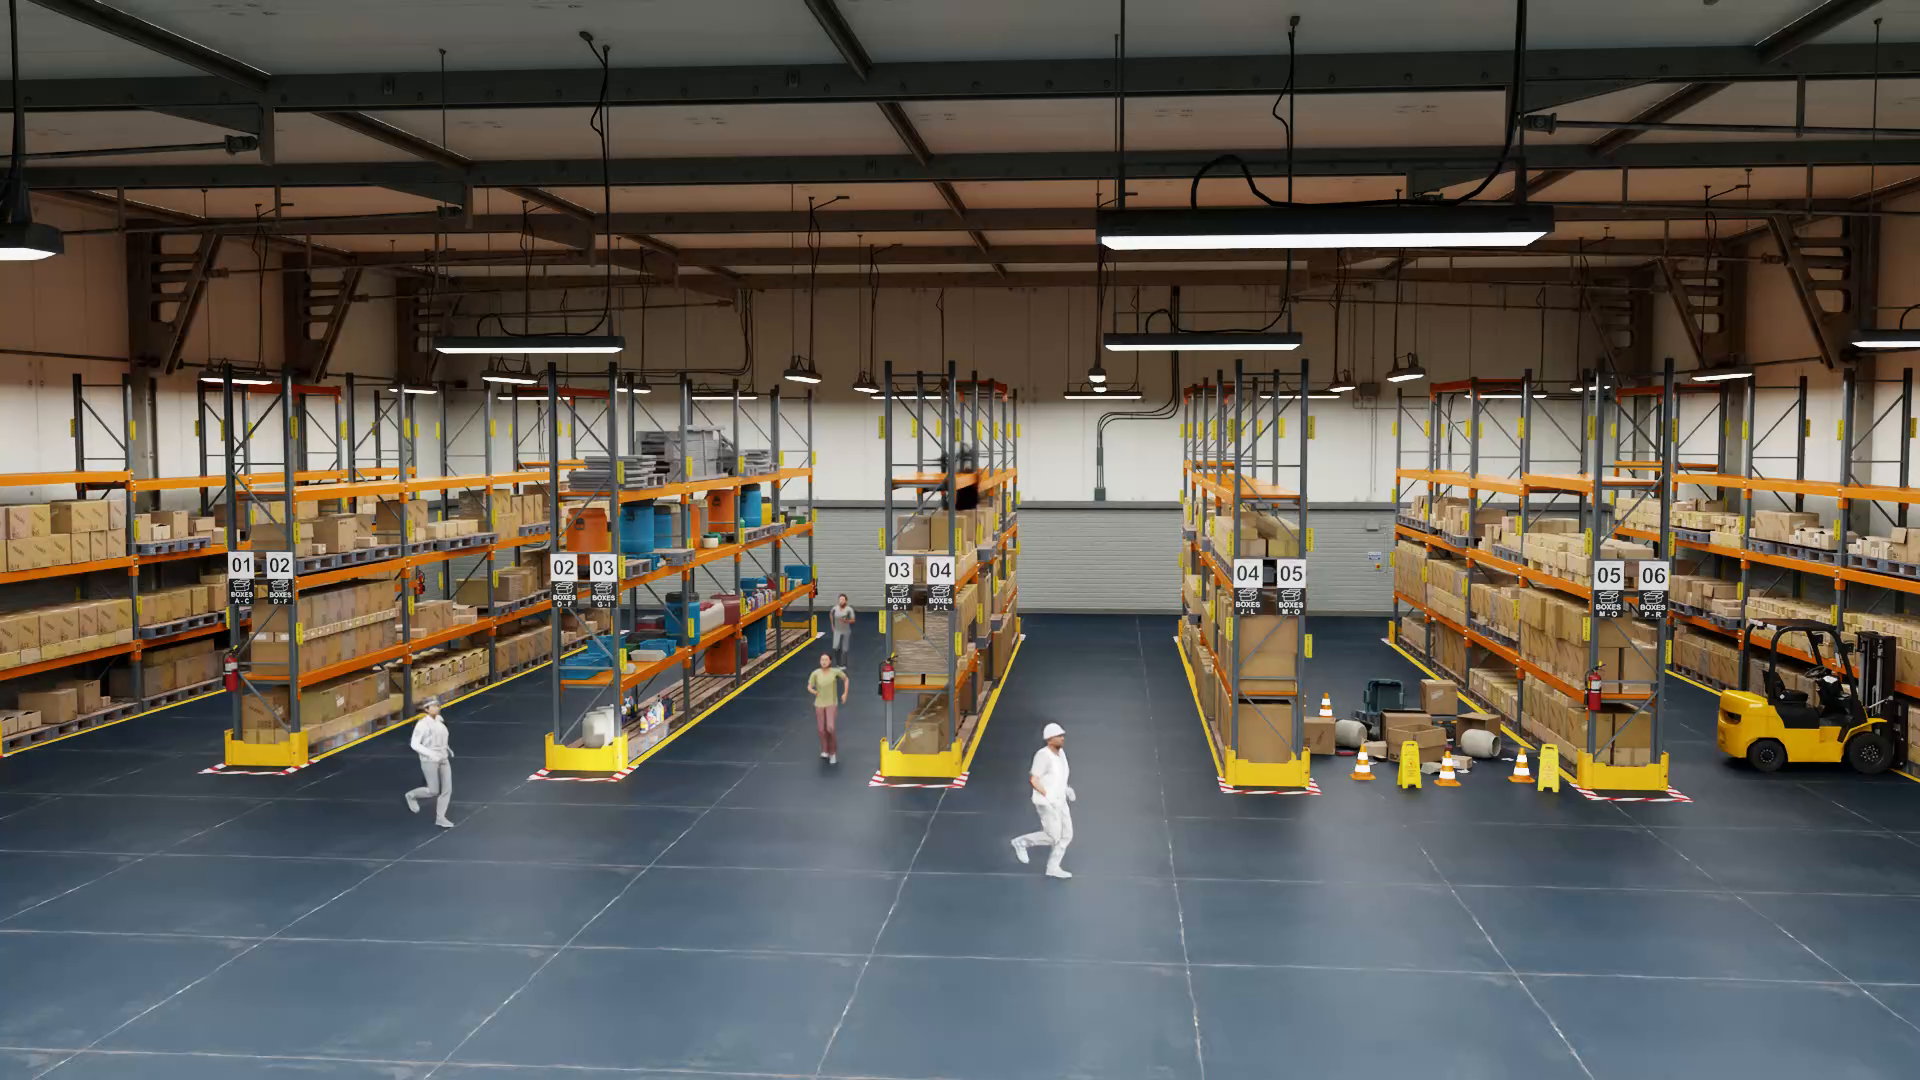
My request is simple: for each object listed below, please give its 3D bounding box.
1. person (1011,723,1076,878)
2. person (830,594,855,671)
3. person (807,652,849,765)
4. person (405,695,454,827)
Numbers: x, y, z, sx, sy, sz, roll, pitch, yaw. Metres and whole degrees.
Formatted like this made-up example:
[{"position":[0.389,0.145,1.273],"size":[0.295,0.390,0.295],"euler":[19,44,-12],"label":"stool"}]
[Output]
[{"position":[0.949,2.911,18.672],"size":[0.695,1.733,0.669],"euler":[2,4,29],"label":"person"},{"position":[-2.409,1.939,34.114],"size":[0.547,1.688,0.762],"euler":[0,4,2],"label":"person"},{"position":[-2.000,2.528,25.033],"size":[0.601,1.705,0.690],"euler":[0,4,5],"label":"person"},{"position":[-6.694,2.787,21.100],"size":[0.729,1.667,0.615],"euler":[2,4,28],"label":"person"}]
